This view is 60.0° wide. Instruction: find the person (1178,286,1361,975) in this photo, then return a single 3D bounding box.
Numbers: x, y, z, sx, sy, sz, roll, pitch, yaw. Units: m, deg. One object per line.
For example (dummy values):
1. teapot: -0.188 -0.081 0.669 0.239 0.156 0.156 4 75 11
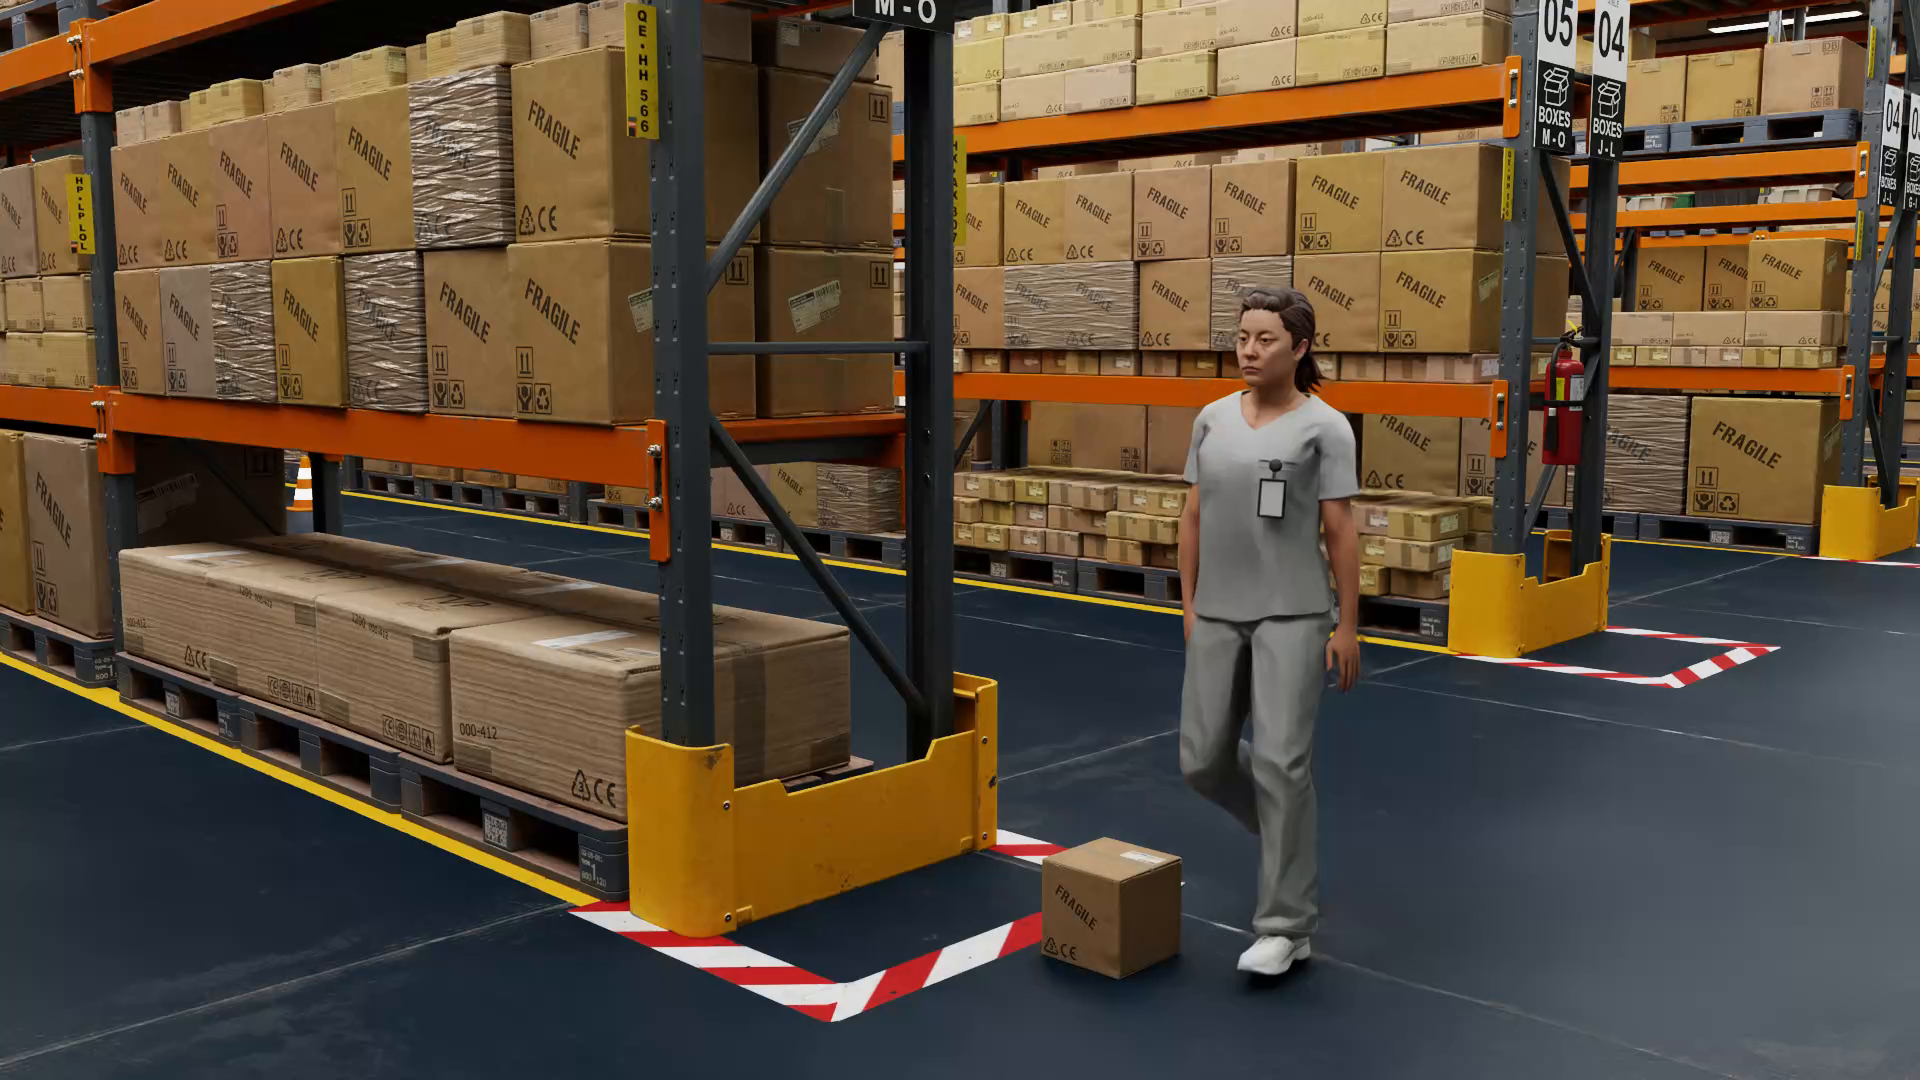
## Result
1. person: 0.783 0.197 4.188 0.490 1.655 0.699 5 9 33
